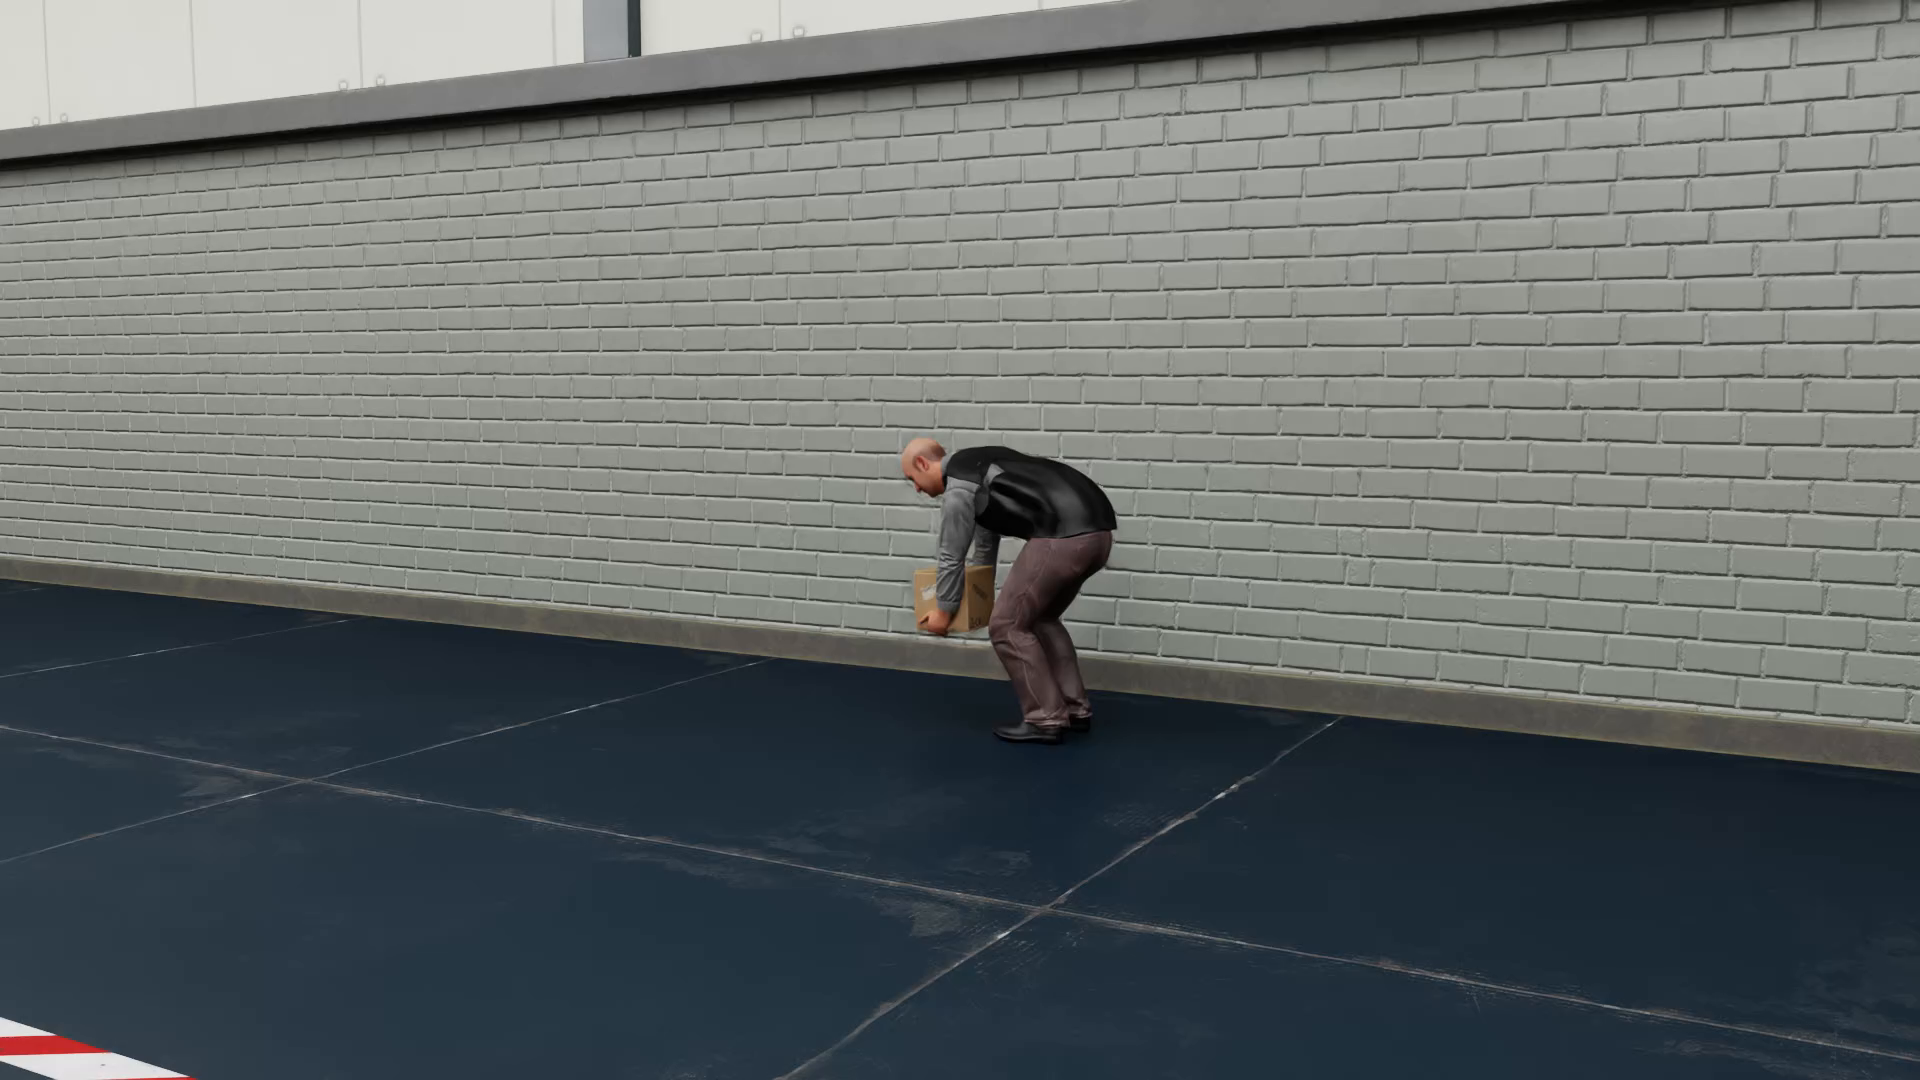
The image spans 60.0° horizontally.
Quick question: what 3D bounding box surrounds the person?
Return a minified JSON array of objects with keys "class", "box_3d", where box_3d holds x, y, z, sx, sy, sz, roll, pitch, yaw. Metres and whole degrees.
[{"class":"person","box_3d":[0.180,0.194,6.881,0.926,1.208,0.478,3,7,26]}]
